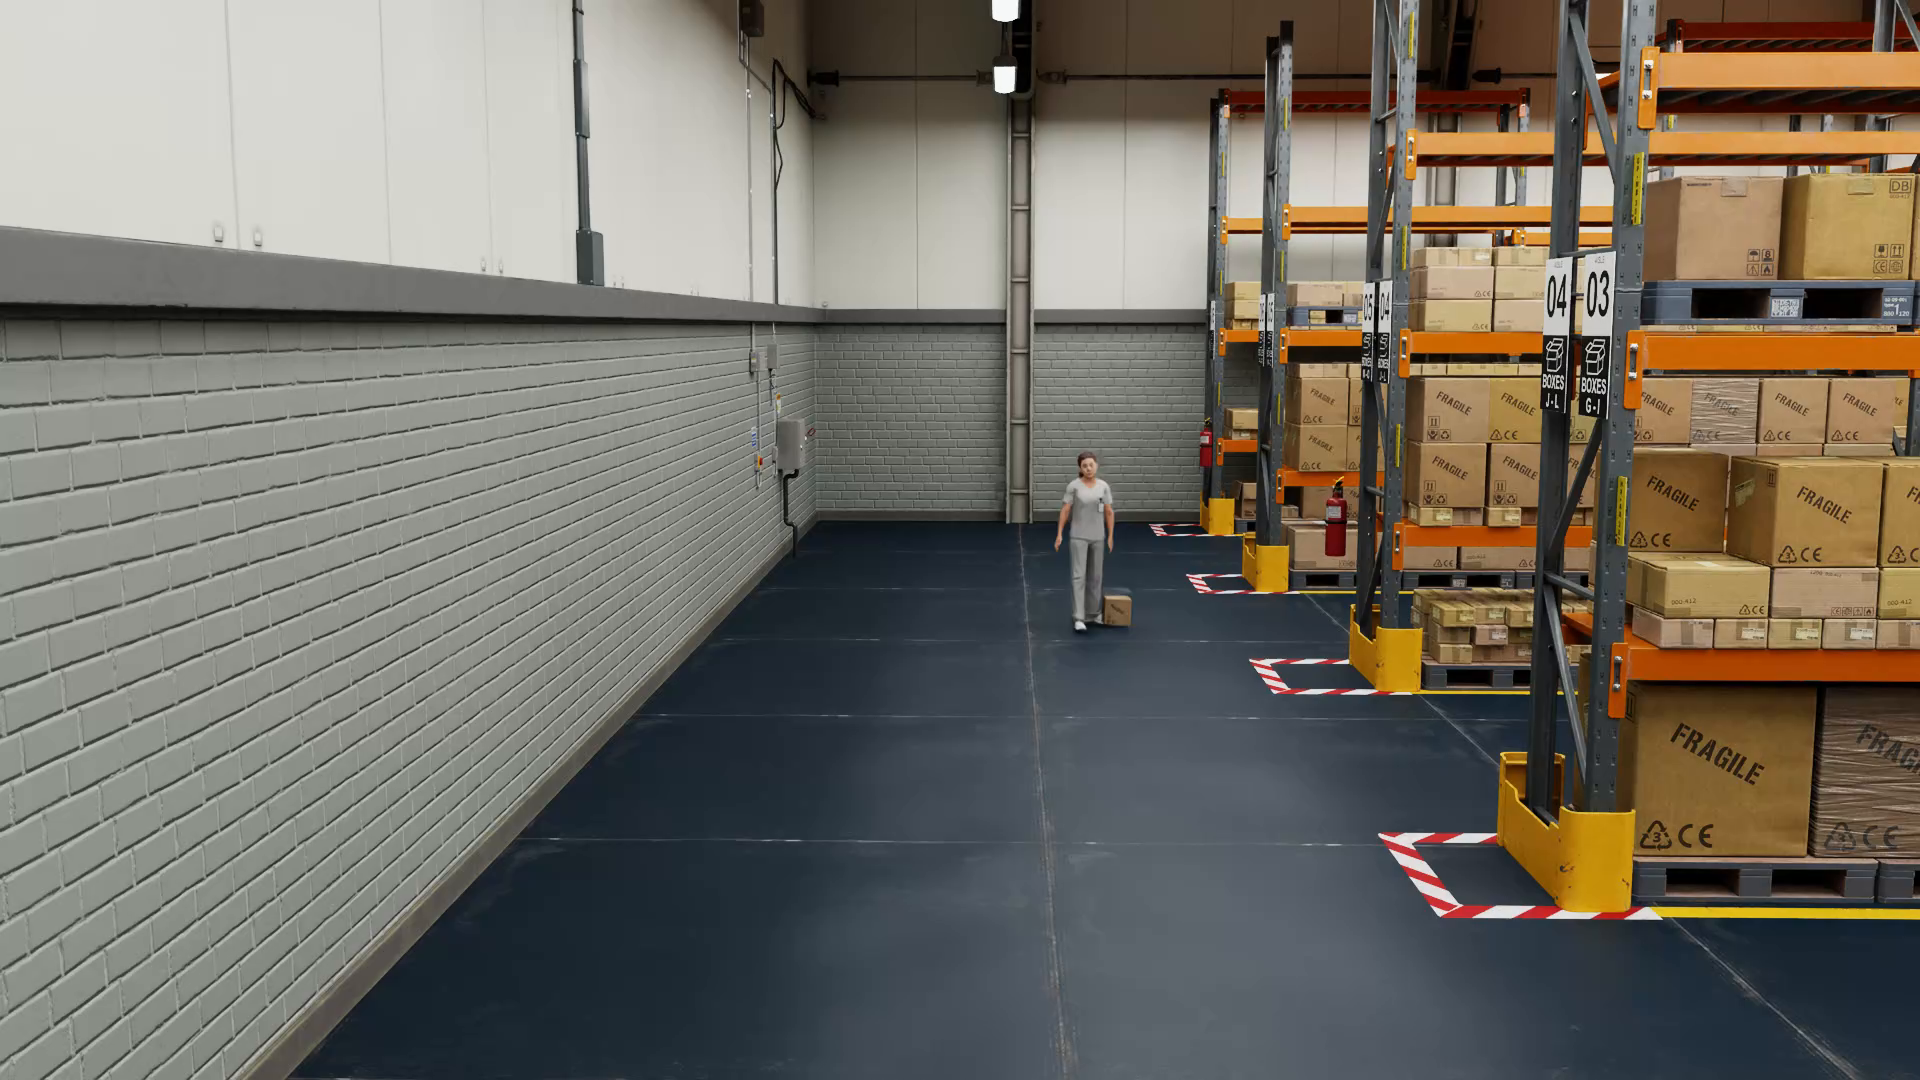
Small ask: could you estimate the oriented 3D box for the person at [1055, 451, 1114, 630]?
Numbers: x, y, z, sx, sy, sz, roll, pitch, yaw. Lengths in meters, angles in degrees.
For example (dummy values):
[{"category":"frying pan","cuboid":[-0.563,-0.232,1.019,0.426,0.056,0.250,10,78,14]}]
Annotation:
[{"category":"person","cuboid":[1.188,0.006,15.689,0.614,1.650,0.615,-2,8,-15]}]
